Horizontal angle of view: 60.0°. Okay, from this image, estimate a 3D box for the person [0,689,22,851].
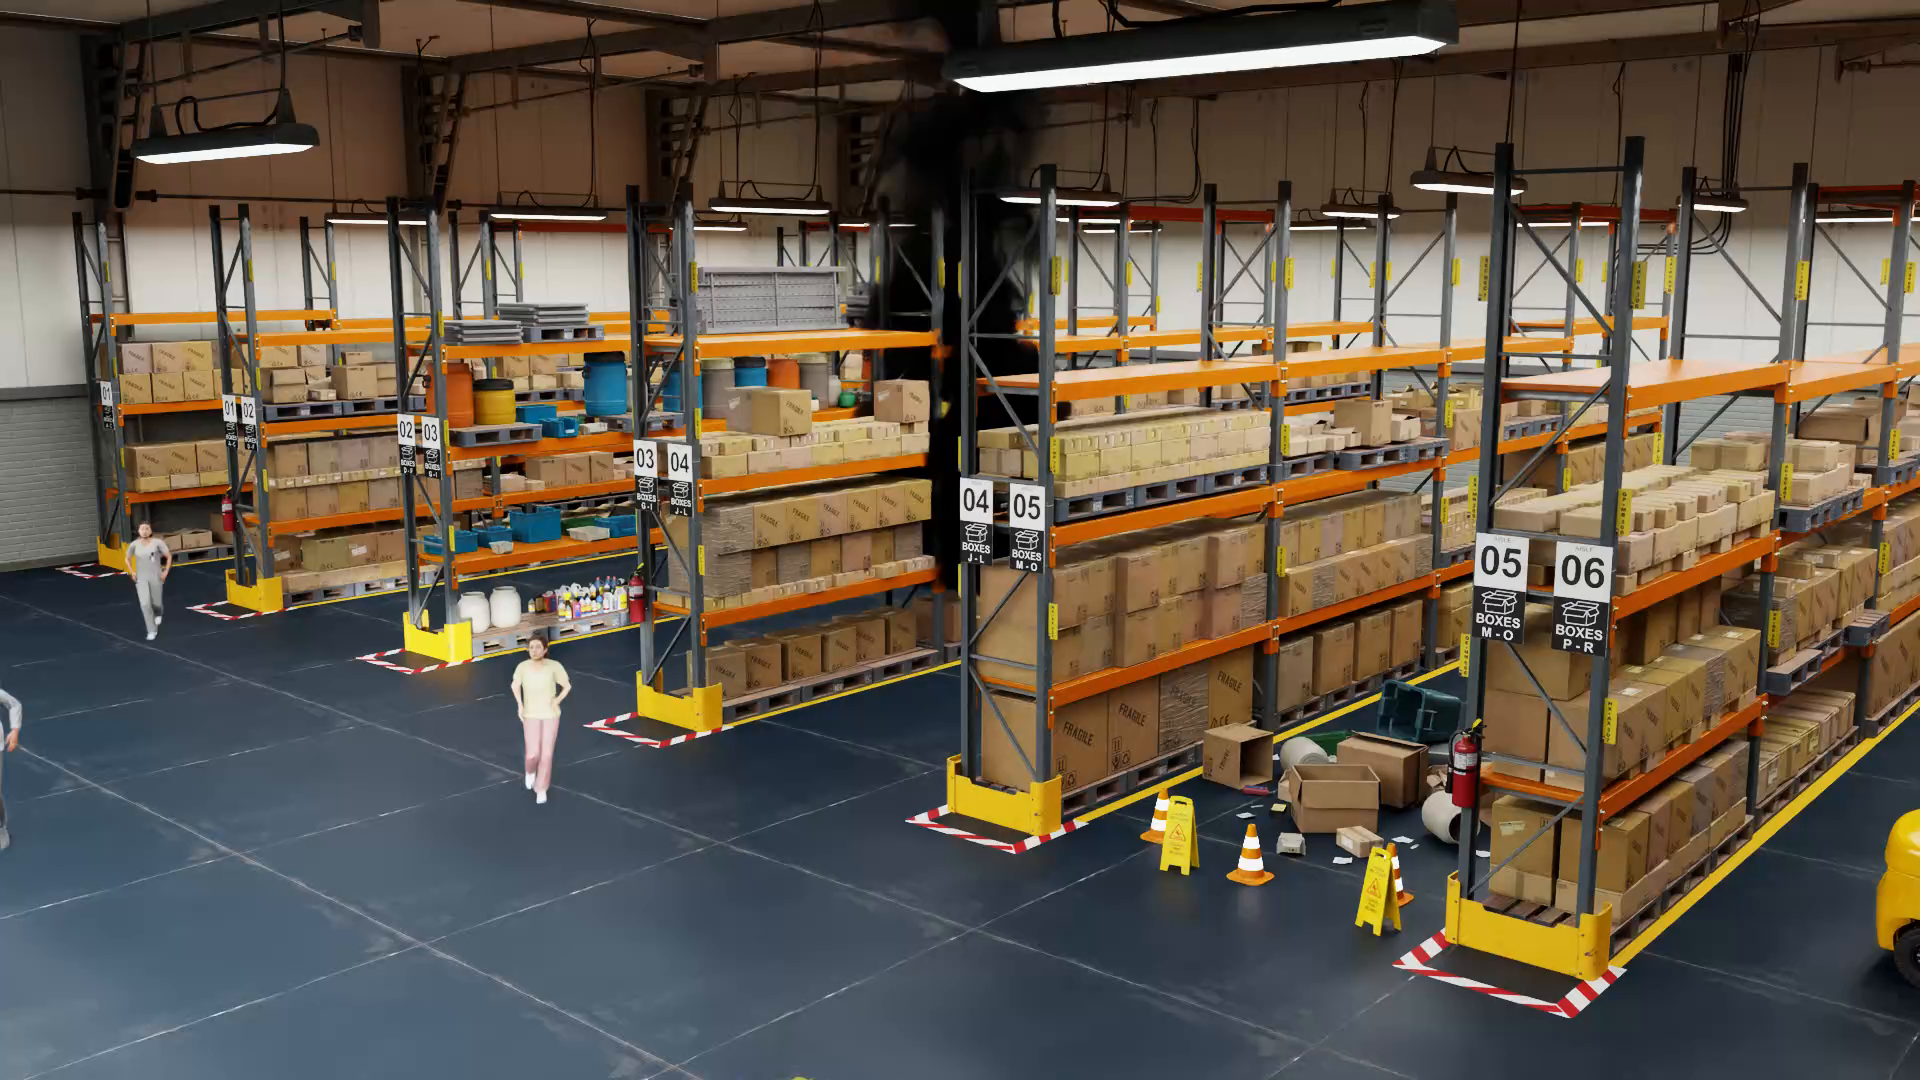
[{"bbox_3d":[-8.638,1.901,14.625,0.685,1.793,0.692,-4,10,-23],"label":"person"}]

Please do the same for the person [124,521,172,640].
[{"bbox_3d":[-11.309,0.530,23.206,0.593,1.640,0.686,-4,10,-22],"label":"person"}]

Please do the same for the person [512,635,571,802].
[{"bbox_3d":[-4.041,1.718,16.073,0.569,1.637,0.562,-2,10,-10],"label":"person"}]
